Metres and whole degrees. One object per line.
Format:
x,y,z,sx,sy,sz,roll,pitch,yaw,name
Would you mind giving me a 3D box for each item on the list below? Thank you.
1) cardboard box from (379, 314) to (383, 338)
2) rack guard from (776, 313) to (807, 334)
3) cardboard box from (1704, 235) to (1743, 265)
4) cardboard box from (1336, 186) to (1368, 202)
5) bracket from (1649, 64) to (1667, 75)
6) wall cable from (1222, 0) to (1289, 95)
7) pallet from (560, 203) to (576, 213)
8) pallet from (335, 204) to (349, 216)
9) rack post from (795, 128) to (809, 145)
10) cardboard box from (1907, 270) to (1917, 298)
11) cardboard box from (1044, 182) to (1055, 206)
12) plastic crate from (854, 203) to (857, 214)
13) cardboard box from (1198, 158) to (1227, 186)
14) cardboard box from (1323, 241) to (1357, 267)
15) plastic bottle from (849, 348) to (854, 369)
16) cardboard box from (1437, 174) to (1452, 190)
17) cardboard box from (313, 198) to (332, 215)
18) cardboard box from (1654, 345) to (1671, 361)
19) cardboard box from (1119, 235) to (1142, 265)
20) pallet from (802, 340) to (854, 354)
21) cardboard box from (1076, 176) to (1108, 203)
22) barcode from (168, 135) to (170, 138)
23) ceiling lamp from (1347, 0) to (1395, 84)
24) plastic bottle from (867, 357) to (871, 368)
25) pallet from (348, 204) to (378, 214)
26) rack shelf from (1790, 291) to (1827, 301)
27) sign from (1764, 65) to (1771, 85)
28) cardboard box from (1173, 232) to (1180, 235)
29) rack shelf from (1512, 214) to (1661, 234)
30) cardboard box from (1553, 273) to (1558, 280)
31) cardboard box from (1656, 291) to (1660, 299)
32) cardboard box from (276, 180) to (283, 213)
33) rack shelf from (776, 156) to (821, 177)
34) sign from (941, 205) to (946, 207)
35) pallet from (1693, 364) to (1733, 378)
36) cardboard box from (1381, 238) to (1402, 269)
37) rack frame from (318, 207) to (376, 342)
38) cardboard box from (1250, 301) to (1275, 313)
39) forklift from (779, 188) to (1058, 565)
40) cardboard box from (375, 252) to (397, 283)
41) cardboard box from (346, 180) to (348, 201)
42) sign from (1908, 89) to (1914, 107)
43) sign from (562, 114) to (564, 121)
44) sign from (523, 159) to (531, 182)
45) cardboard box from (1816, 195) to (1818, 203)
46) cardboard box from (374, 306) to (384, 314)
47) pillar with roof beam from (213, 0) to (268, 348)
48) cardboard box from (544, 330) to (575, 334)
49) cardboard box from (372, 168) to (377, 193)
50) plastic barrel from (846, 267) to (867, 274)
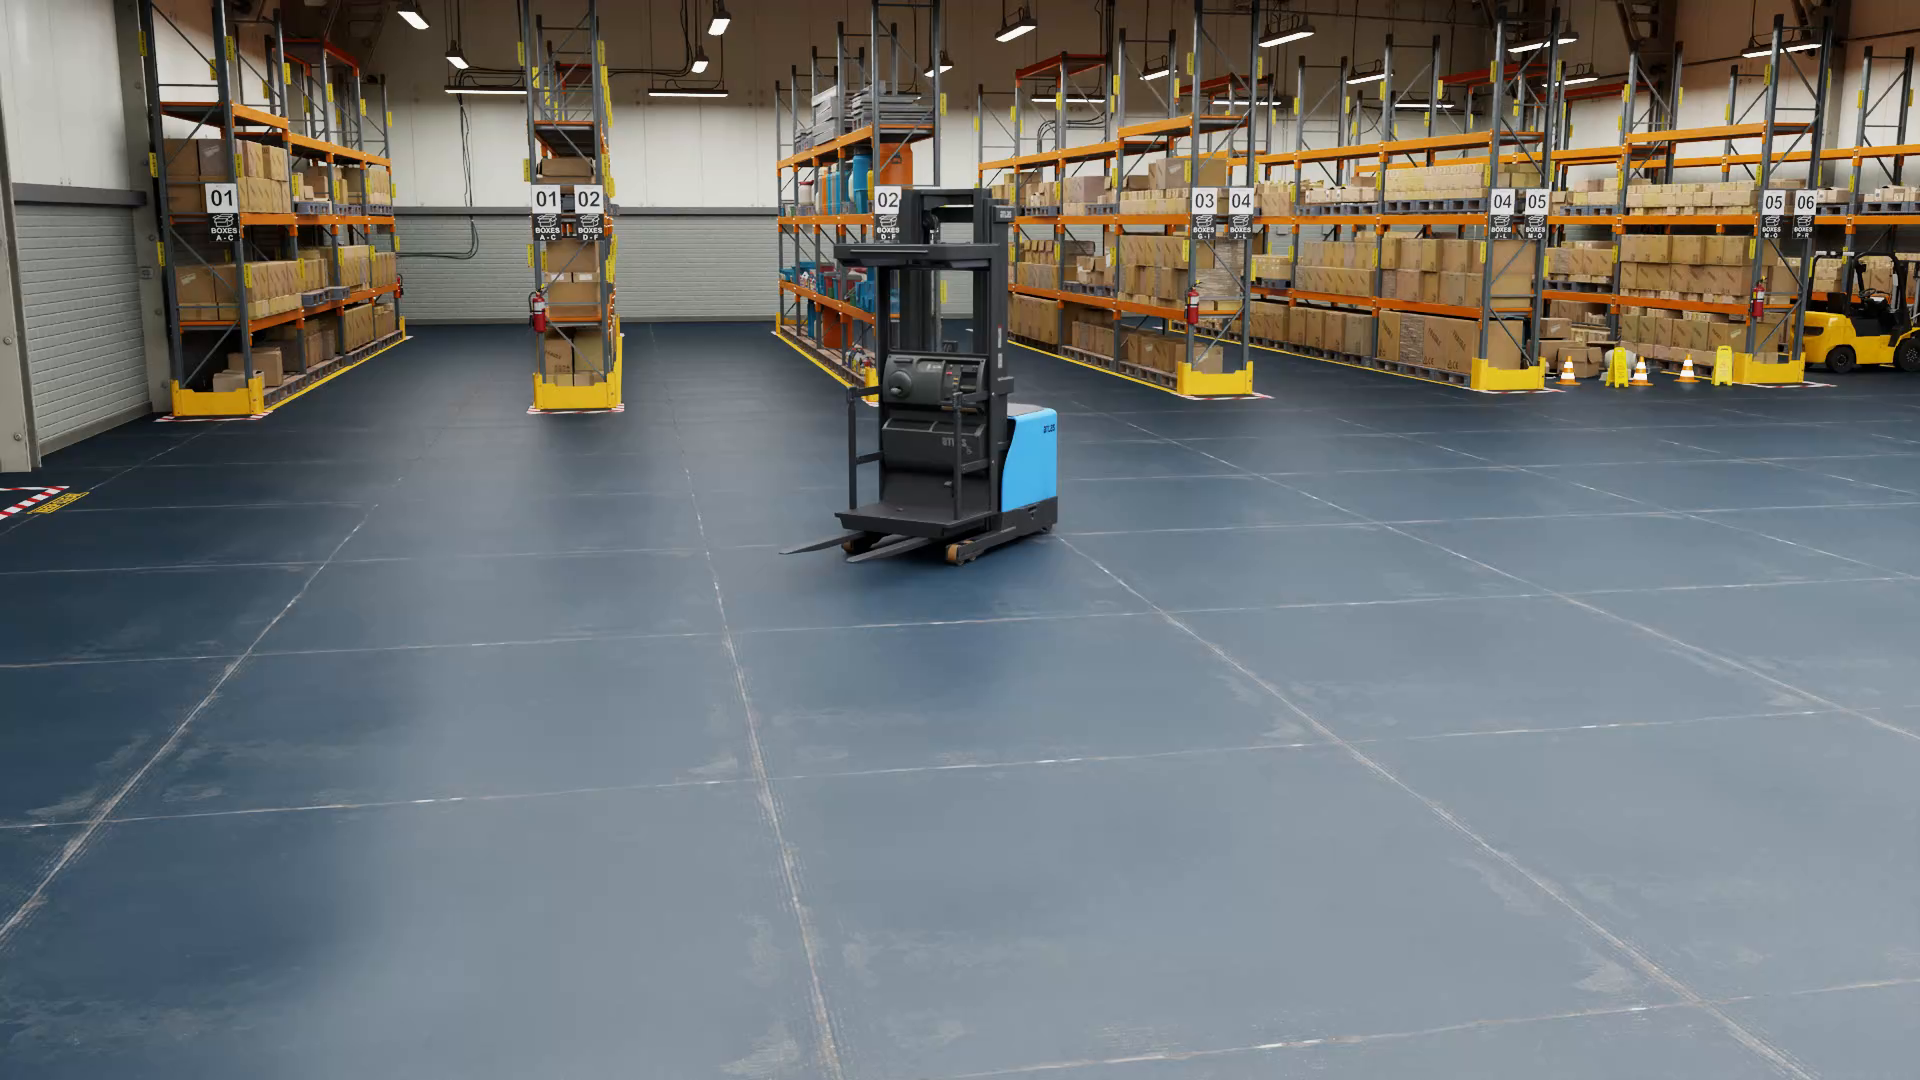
-12.985,-4.666,36.252,0.700,0.500,0.500,-2,11,-12,cardboard box
-3.923,-5.325,40.835,1.175,0.500,0.348,-2,11,-11,rack guard
13.381,-5.020,28.811,0.700,0.500,0.500,-2,11,-10,cardboard box
7.615,-6.688,32.140,0.500,0.311,0.500,-3,11,-13,cardboard box
16.801,-11.324,39.995,0.235,0.232,0.430,-2,11,-11,bracket
8.263,-14.272,47.467,2.355,3.000,0.029,-2,11,-11,wall cable
-6.616,-5.709,28.659,0.805,0.209,1.217,-3,11,-13,pallet
-12.245,-6.218,31.326,1.213,0.211,1.003,-2,11,-8,pallet
-2.995,-8.569,35.354,0.937,0.300,0.954,-2,11,-12,rack post
18.000,-4.747,30.847,0.500,0.500,0.500,-2,11,-11,cardboard box
2.065,-7.255,34.878,0.500,0.500,0.500,-2,11,-8,cardboard box
-1.532,-5.418,27.184,0.336,0.188,0.450,-2,11,-11,plastic crate
4.041,-5.991,27.227,0.500,0.500,0.500,-2,11,-11,cardboard box
7.673,-5.694,33.150,0.700,0.500,0.500,-2,11,-12,cardboard box
-1.822,-3.099,28.366,0.144,0.351,0.185,-2,11,-9,plastic bottle
8.387,-6.021,28.001,0.500,0.250,0.500,-2,11,-11,cardboard box
-11.663,-6.038,30.062,0.500,0.311,0.500,-2,11,-11,cardboard box
13.078,-3.431,30.431,0.500,0.250,0.500,-2,11,-12,cardboard box
3.125,-5.123,29.350,0.500,0.500,0.500,-2,11,-11,cardboard box
-2.778,-4.078,35.057,1.003,0.211,1.213,-2,11,-11,pallet
2.547,-6.749,32.006,0.500,0.500,0.500,-2,11,-13,cardboard box
-11.140,-5.674,23.419,0.001,0.075,0.075,-2,11,-11,barcode
9.471,-11.938,37.237,0.800,3.185,2.000,-2,11,-11,ceiling lamp
-1.499,-2.868,27.330,0.061,0.283,0.133,-2,11,-11,plastic bottle
-12.994,-7.035,35.351,1.003,0.211,1.213,-2,11,-11,pallet
17.487,-5.083,34.803,1.077,0.370,4.000,-2,11,-11,rack shelf
13.237,-7.622,27.253,0.100,0.325,0.005,-2,11,-11,sign
5.664,-7.485,41.763,0.500,0.500,0.500,-2,11,-11,cardboard box
12.618,-6.375,33.571,1.077,0.370,4.000,-2,11,-11,rack shelf
12.390,-5.391,34.044,0.380,0.149,0.250,-2,11,-9,cardboard box
13.032,-4.509,30.536,0.380,0.149,0.250,-2,11,-11,cardboard box
-10.863,-5.343,25.903,0.500,0.500,0.500,-3,11,-16,cardboard box
-3.517,-8.579,38.197,1.077,0.370,4.000,-2,11,-11,rack shelf
-0.253,-5.111,24.982,0.100,0.325,0.005,-2,11,-11,sign
13.647,-2.949,29.126,1.003,0.211,1.213,-2,11,-11,pallet
8.210,-5.225,30.336,0.875,0.550,0.550,-2,11,-11,cardboard box
-12.846,-5.455,34.833,1.000,3.000,0.127,-2,11,-11,rack frame
6.701,-5.167,36.879,0.500,0.250,0.500,-2,11,-9,cardboard box
-0.316,-1.338,13.386,1.130,2.935,3.031,6,12,29,forklift
-13.515,-6.243,38.170,0.980,0.700,0.700,-2,11,-8,cardboard box
-12.782,-7.028,33.633,0.700,0.500,0.500,-3,11,-14,cardboard box
18.425,-8.569,32.228,0.100,0.325,0.005,-2,11,-11,sign
-9.298,-9.794,38.878,0.100,0.325,0.005,-2,11,-11,sign
-6.188,-5.287,23.774,0.100,0.325,0.005,-2,11,-11,sign
17.364,-6.866,33.505,0.380,0.149,0.250,-2,11,-11,cardboard box
-12.880,-5.058,36.575,0.380,0.149,0.250,-2,11,-13,cardboard box
-8.440,-7.555,29.822,9.100,9.000,0.548,-2,11,-11,pillar with roof beam
-6.454,-3.112,26.752,0.500,0.500,0.500,-2,11,-11,cardboard box
-12.815,-7.713,35.682,0.500,0.500,0.500,-2,11,-12,cardboard box
-1.962,-5.074,32.469,0.600,0.536,0.708,-2,11,-11,plastic barrel
